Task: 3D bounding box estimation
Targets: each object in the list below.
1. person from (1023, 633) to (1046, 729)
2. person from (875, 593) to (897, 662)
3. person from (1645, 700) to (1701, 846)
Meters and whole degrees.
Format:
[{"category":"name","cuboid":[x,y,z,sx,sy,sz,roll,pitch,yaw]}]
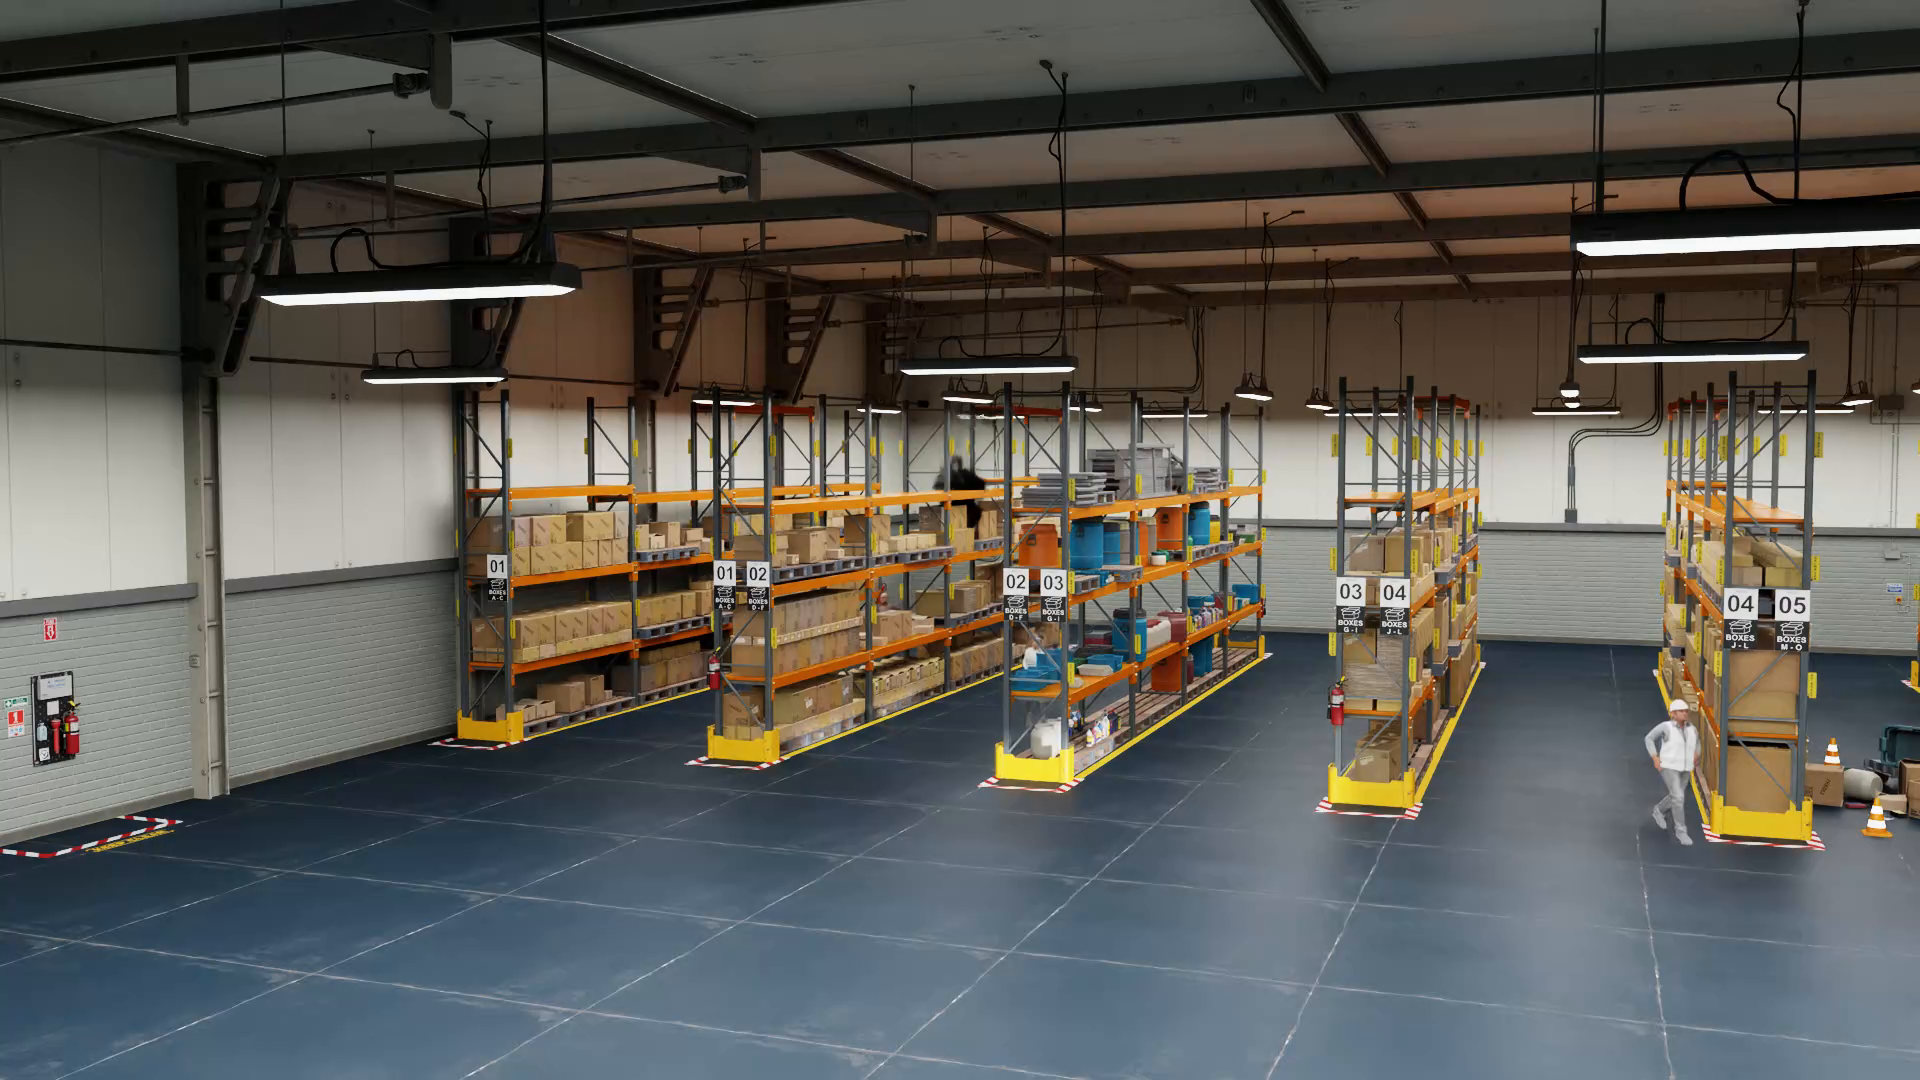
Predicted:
[{"category":"person","cuboid":[1.344,2.520,29.799,0.582,1.732,0.714,1,3,20]},{"category":"person","cuboid":[-1.753,2.060,37.457,0.704,1.734,0.653,1,3,16]},{"category":"person","cuboid":[9.168,2.940,21.353,0.606,1.793,0.922,-1,3,-13]}]
